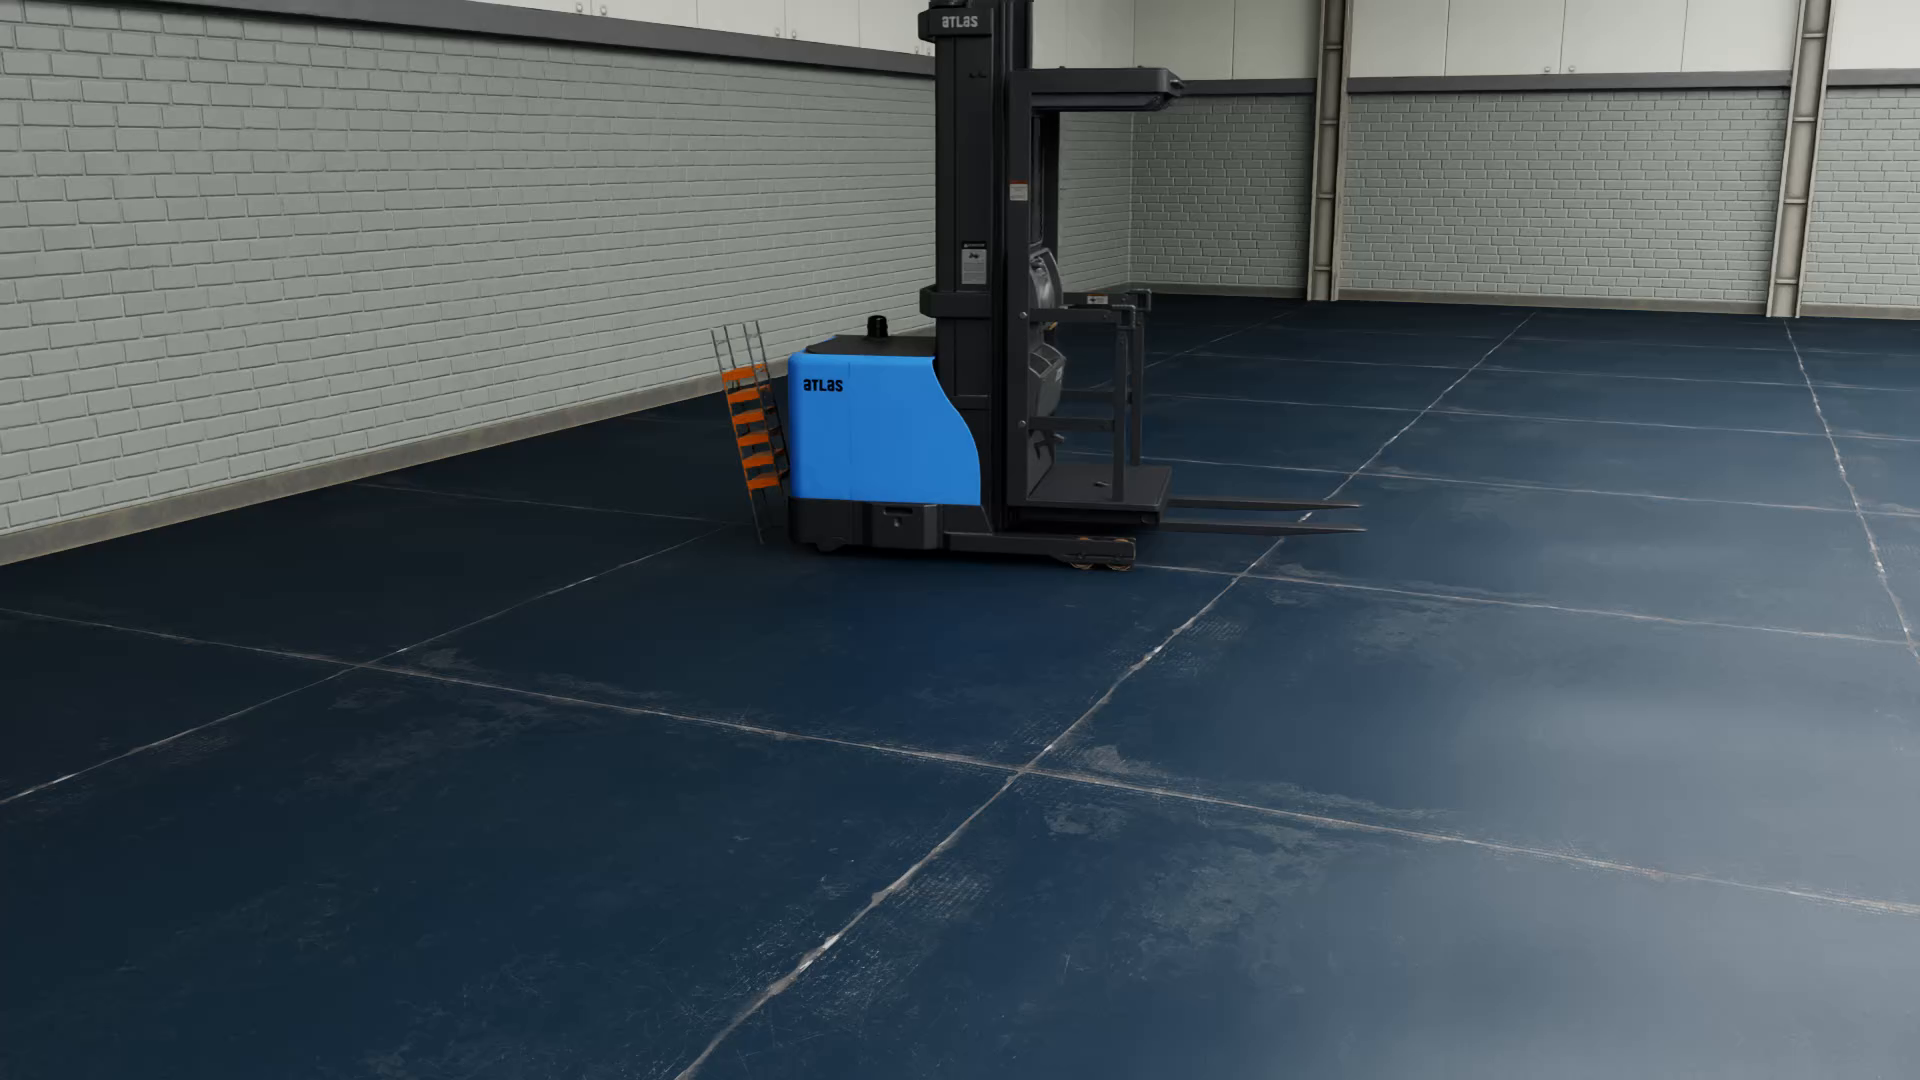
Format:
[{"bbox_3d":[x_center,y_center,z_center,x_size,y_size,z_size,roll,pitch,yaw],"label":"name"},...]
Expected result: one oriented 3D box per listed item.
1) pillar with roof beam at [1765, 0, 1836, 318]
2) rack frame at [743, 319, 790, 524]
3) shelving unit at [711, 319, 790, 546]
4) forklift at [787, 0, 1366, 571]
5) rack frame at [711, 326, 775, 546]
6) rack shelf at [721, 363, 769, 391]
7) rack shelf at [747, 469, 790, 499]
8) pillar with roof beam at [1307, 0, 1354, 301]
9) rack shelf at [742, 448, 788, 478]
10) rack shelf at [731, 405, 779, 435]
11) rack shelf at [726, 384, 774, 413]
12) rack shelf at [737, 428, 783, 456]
[{"bbox_3d":[8.990,-6.404,16.847,0.400,9.000,9.100,6,14,23],"label":"pillar with roof beam"},{"bbox_3d":[-1.011,-0.602,9.079,0.006,1.200,0.240,-9,11,13],"label":"rack frame"},{"bbox_3d":[-1.099,-0.587,9.099,0.189,1.200,0.258,-9,11,13],"label":"shelving unit"},{"bbox_3d":[0.645,-1.399,8.800,3.031,2.935,1.130,3,13,11],"label":"forklift"},{"bbox_3d":[-1.187,-0.573,9.120,0.006,1.200,0.240,-9,11,13],"label":"rack frame"},{"bbox_3d":[-1.163,-0.890,9.040,0.180,0.103,0.258,-9,11,13],"label":"rack shelf"},{"bbox_3d":[-1.042,-0.314,9.152,0.180,0.103,0.258,-9,11,13],"label":"rack shelf"},{"bbox_3d":[3.505,-6.959,19.213,0.400,9.000,9.100,6,14,23],"label":"pillar with roof beam"},{"bbox_3d":[-1.066,-0.429,9.130,0.180,0.103,0.258,-9,11,13],"label":"rack shelf"},{"bbox_3d":[-1.115,-0.660,9.085,0.180,0.103,0.258,-9,11,13],"label":"rack shelf"},{"bbox_3d":[-1.139,-0.775,9.063,0.180,0.103,0.258,-9,11,13],"label":"rack shelf"},{"bbox_3d":[-1.090,-0.544,9.107,0.180,0.103,0.258,-9,11,13],"label":"rack shelf"}]
